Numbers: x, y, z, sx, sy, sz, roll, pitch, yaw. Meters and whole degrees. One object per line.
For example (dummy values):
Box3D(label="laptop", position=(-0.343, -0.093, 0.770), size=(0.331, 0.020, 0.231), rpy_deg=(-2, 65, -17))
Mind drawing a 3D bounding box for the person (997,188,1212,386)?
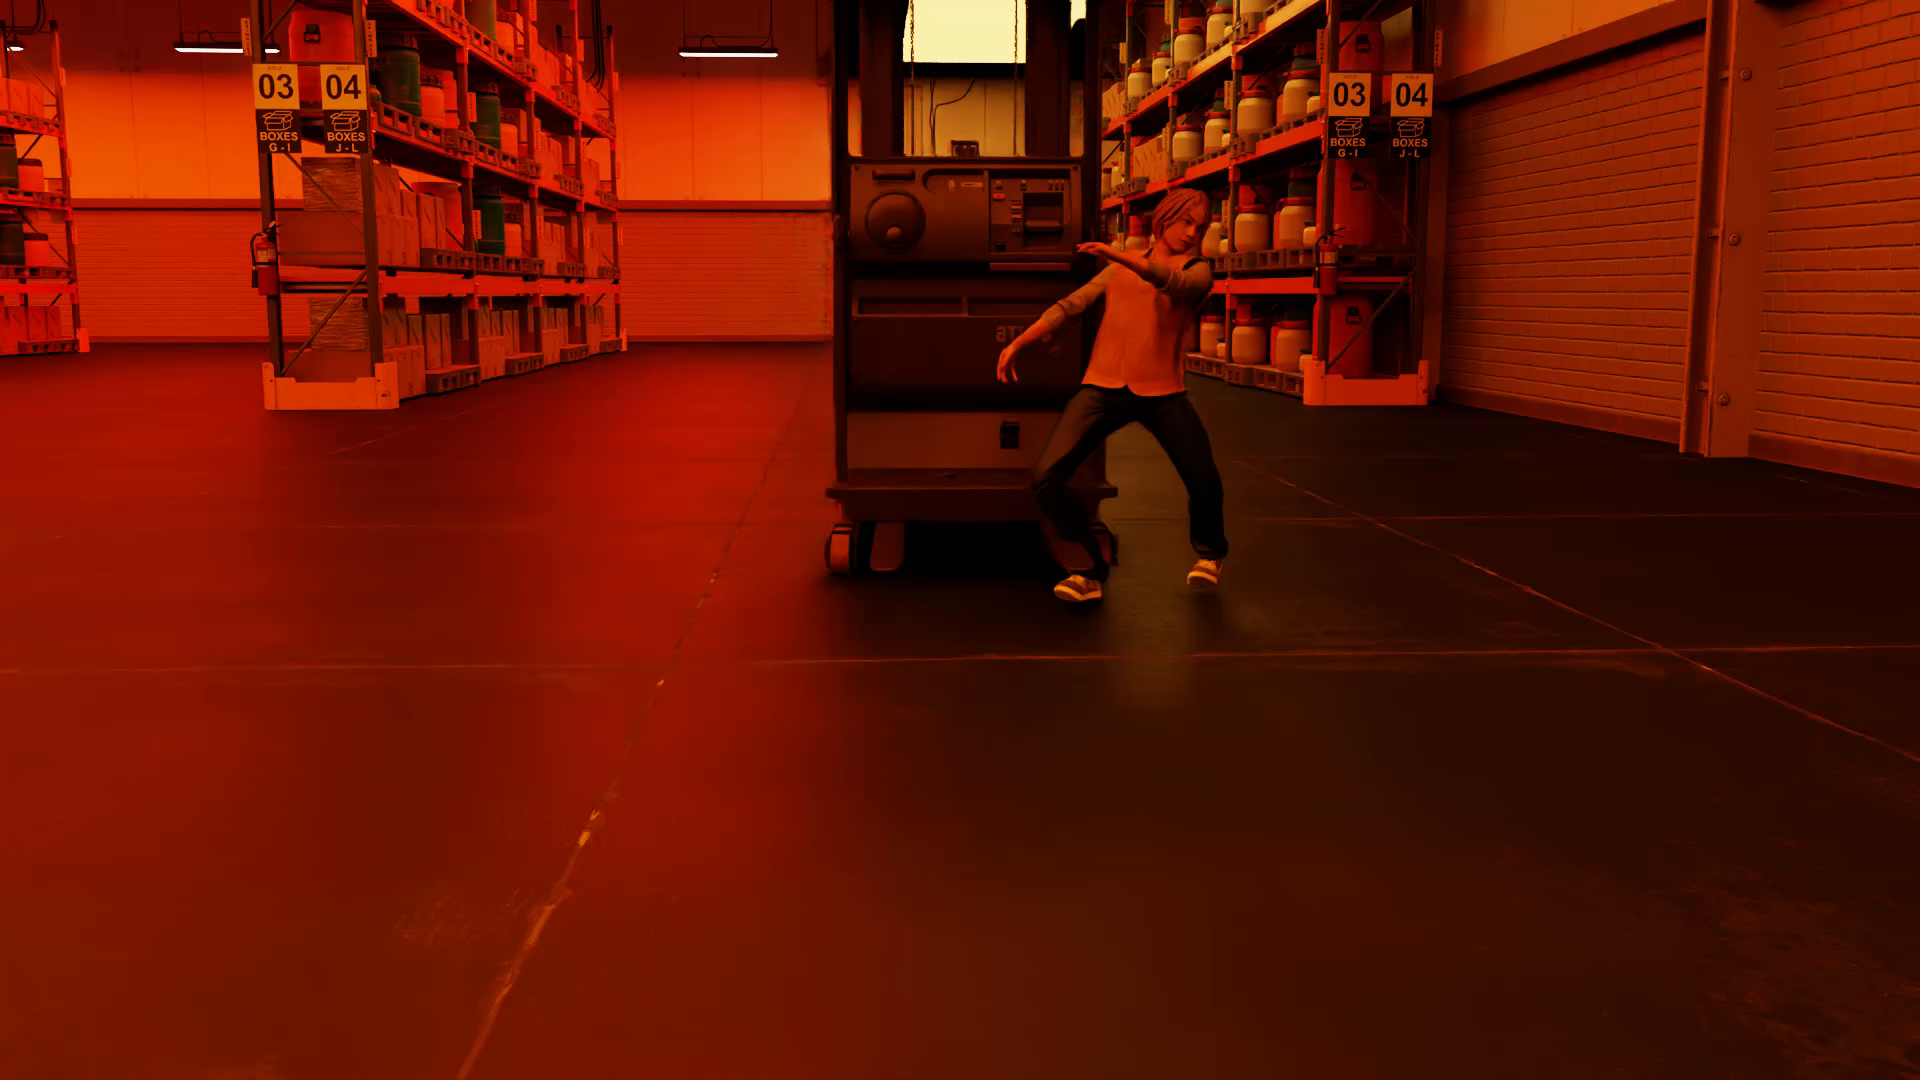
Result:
Box3D(label="person", position=(0.473, -0.794, 5.605), size=(0.715, 0.750, 0.655), rpy_deg=(2, 9, 14))

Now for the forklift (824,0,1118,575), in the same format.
Box3D(label="forklift", position=(0.033, -1.359, 6.482), size=(1.130, 2.935, 3.031), rpy_deg=(0, 8, -1))
